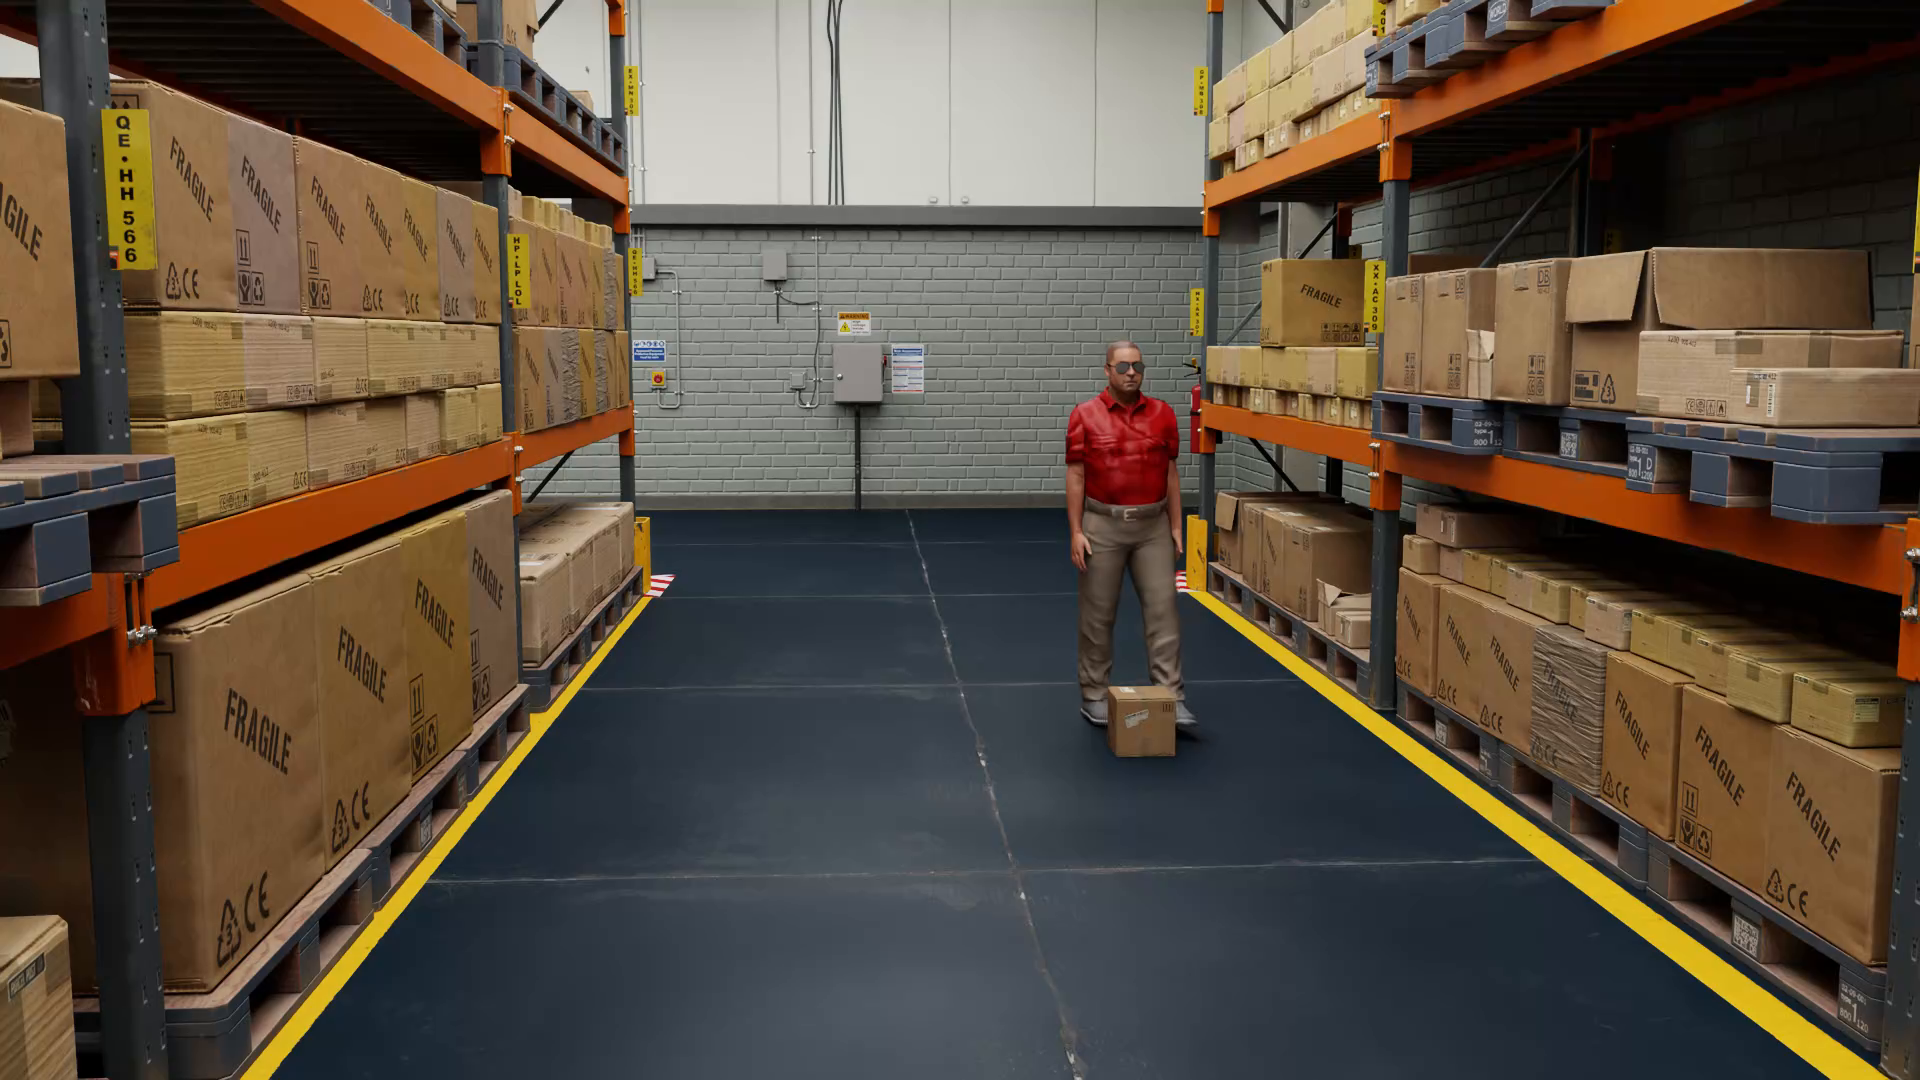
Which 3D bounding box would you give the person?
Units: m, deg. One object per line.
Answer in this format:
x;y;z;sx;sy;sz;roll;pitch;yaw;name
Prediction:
0.768;-0.016;7.374;0.545;1.724;0.606;-1;7;-10;person
